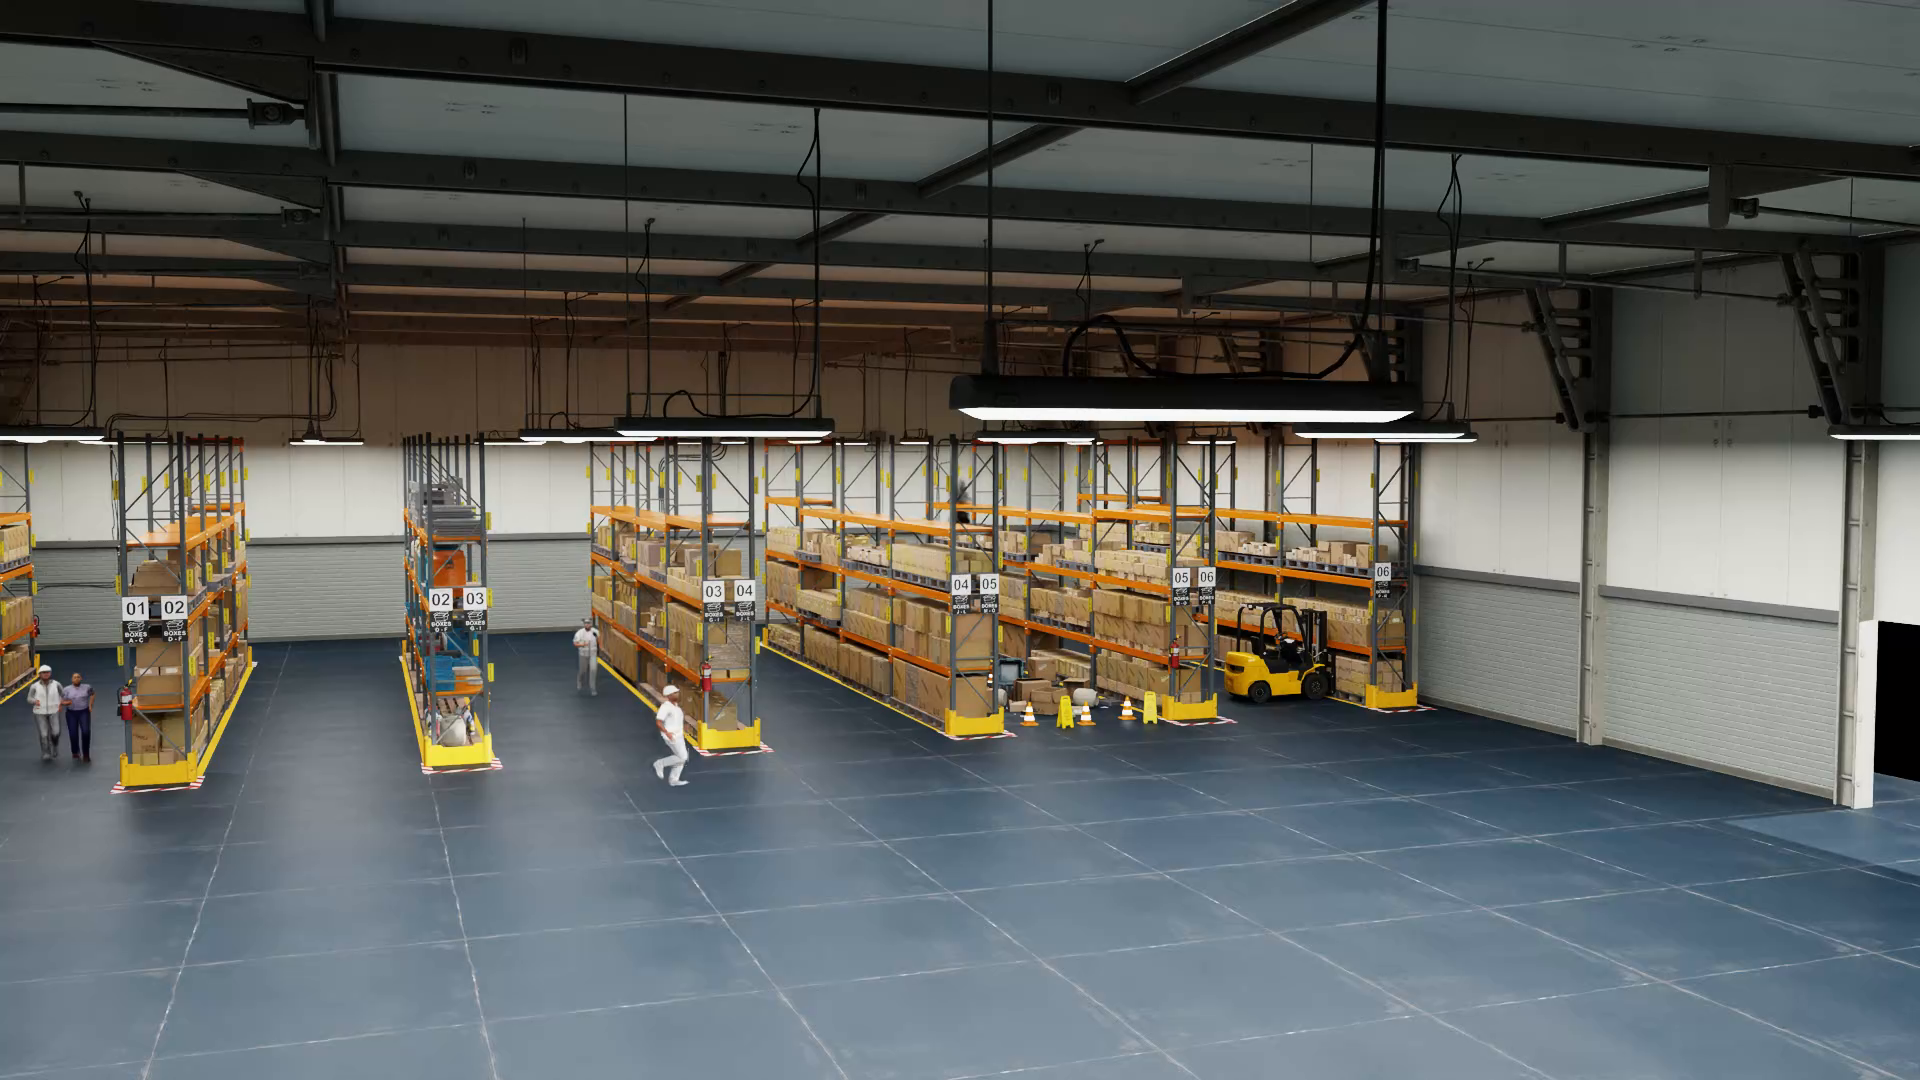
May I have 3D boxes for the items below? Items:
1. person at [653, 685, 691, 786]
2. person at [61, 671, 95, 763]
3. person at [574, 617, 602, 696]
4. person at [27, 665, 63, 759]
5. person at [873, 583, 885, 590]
[{"bbox_3d":[-4.873,3.315,28.147,0.578,1.724,0.716,0,3,8],"label":"person"},{"bbox_3d":[-16.061,3.240,30.293,0.554,1.675,0.759,-2,4,-26],"label":"person"},{"bbox_3d":[-8.679,2.691,38.773,0.670,1.821,0.964,-1,3,-20],"label":"person"},{"bbox_3d":[-16.683,3.157,30.413,0.648,1.727,0.590,-2,4,-32],"label":"person"},{"bbox_3d":[-2.356,2.111,50.892,0.800,1.688,0.702,-1,3,-12],"label":"person"}]
